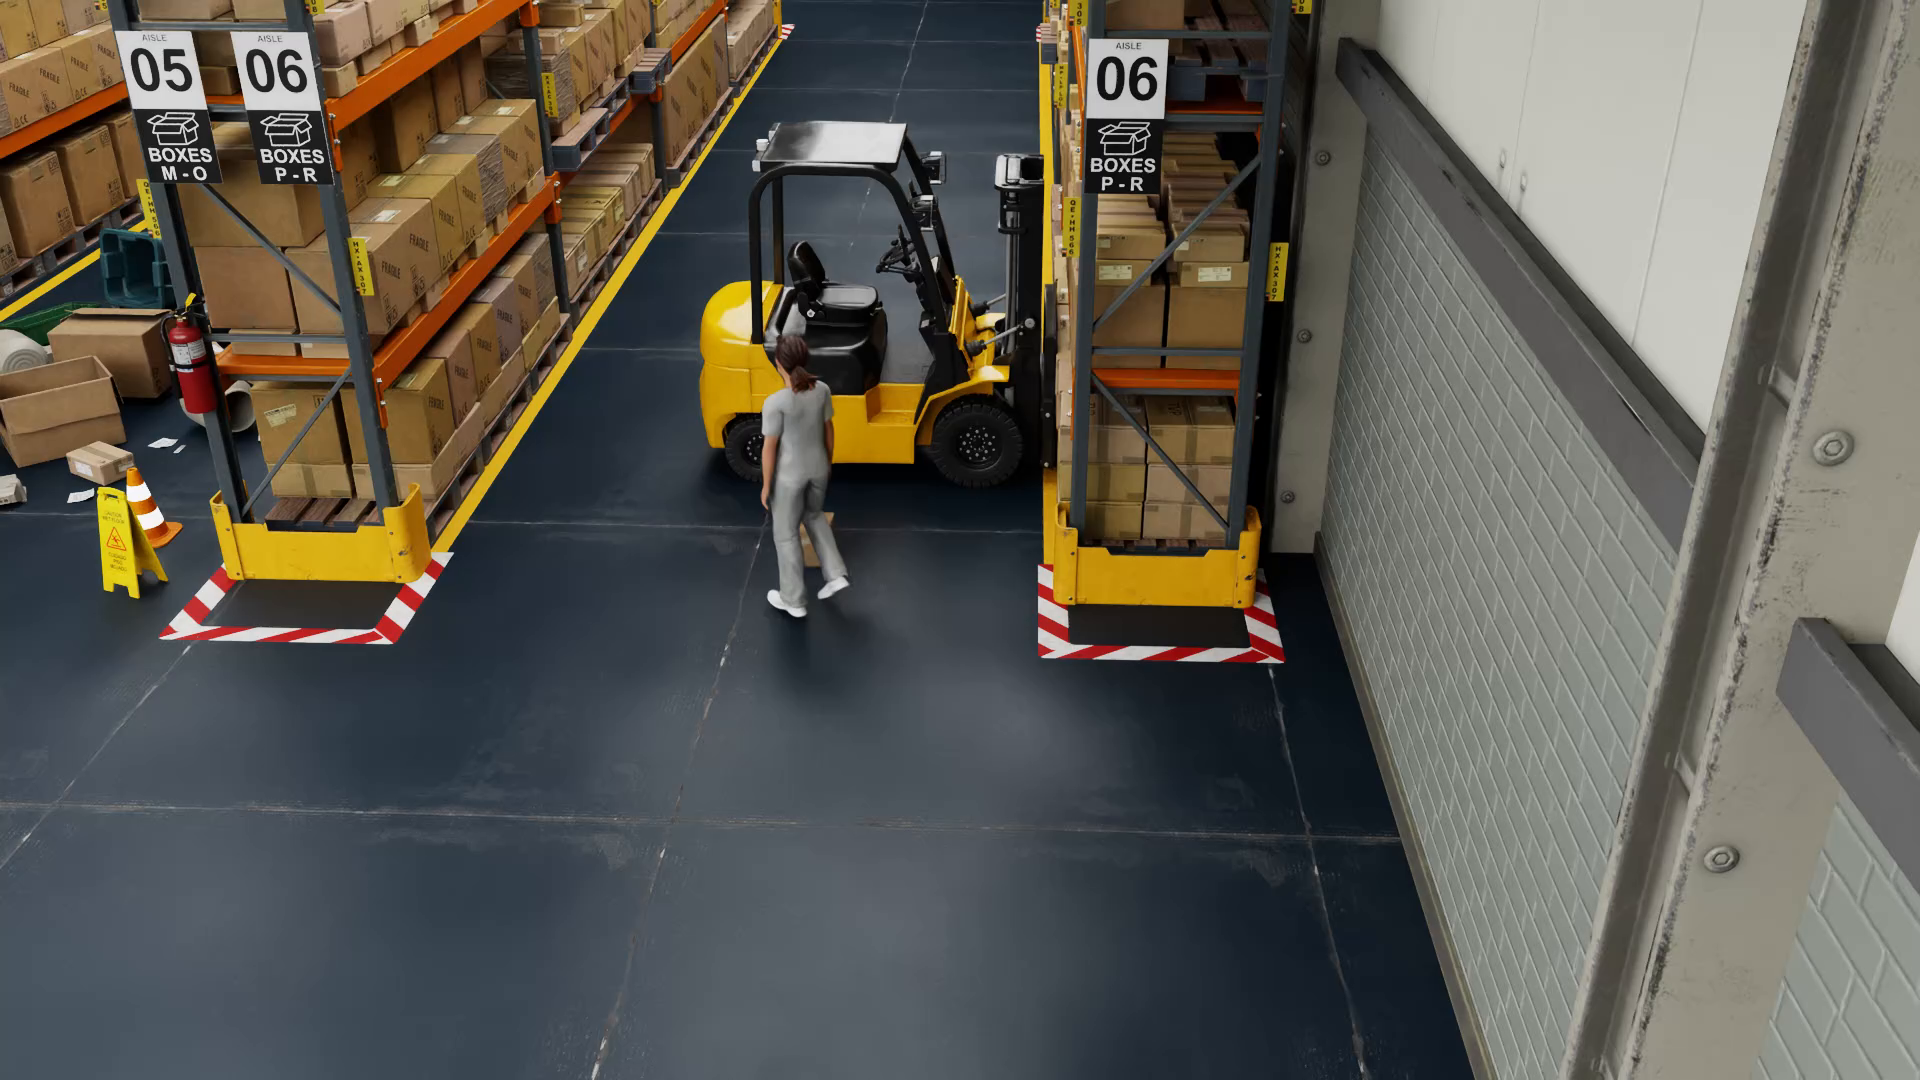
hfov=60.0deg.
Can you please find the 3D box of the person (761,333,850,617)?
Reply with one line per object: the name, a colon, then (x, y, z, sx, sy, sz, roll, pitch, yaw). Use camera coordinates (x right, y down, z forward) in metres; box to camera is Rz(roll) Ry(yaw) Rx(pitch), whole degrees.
person: (-0.904, -0.354, 9.258, 0.472, 1.678, 0.427, -19, 34, -32)
